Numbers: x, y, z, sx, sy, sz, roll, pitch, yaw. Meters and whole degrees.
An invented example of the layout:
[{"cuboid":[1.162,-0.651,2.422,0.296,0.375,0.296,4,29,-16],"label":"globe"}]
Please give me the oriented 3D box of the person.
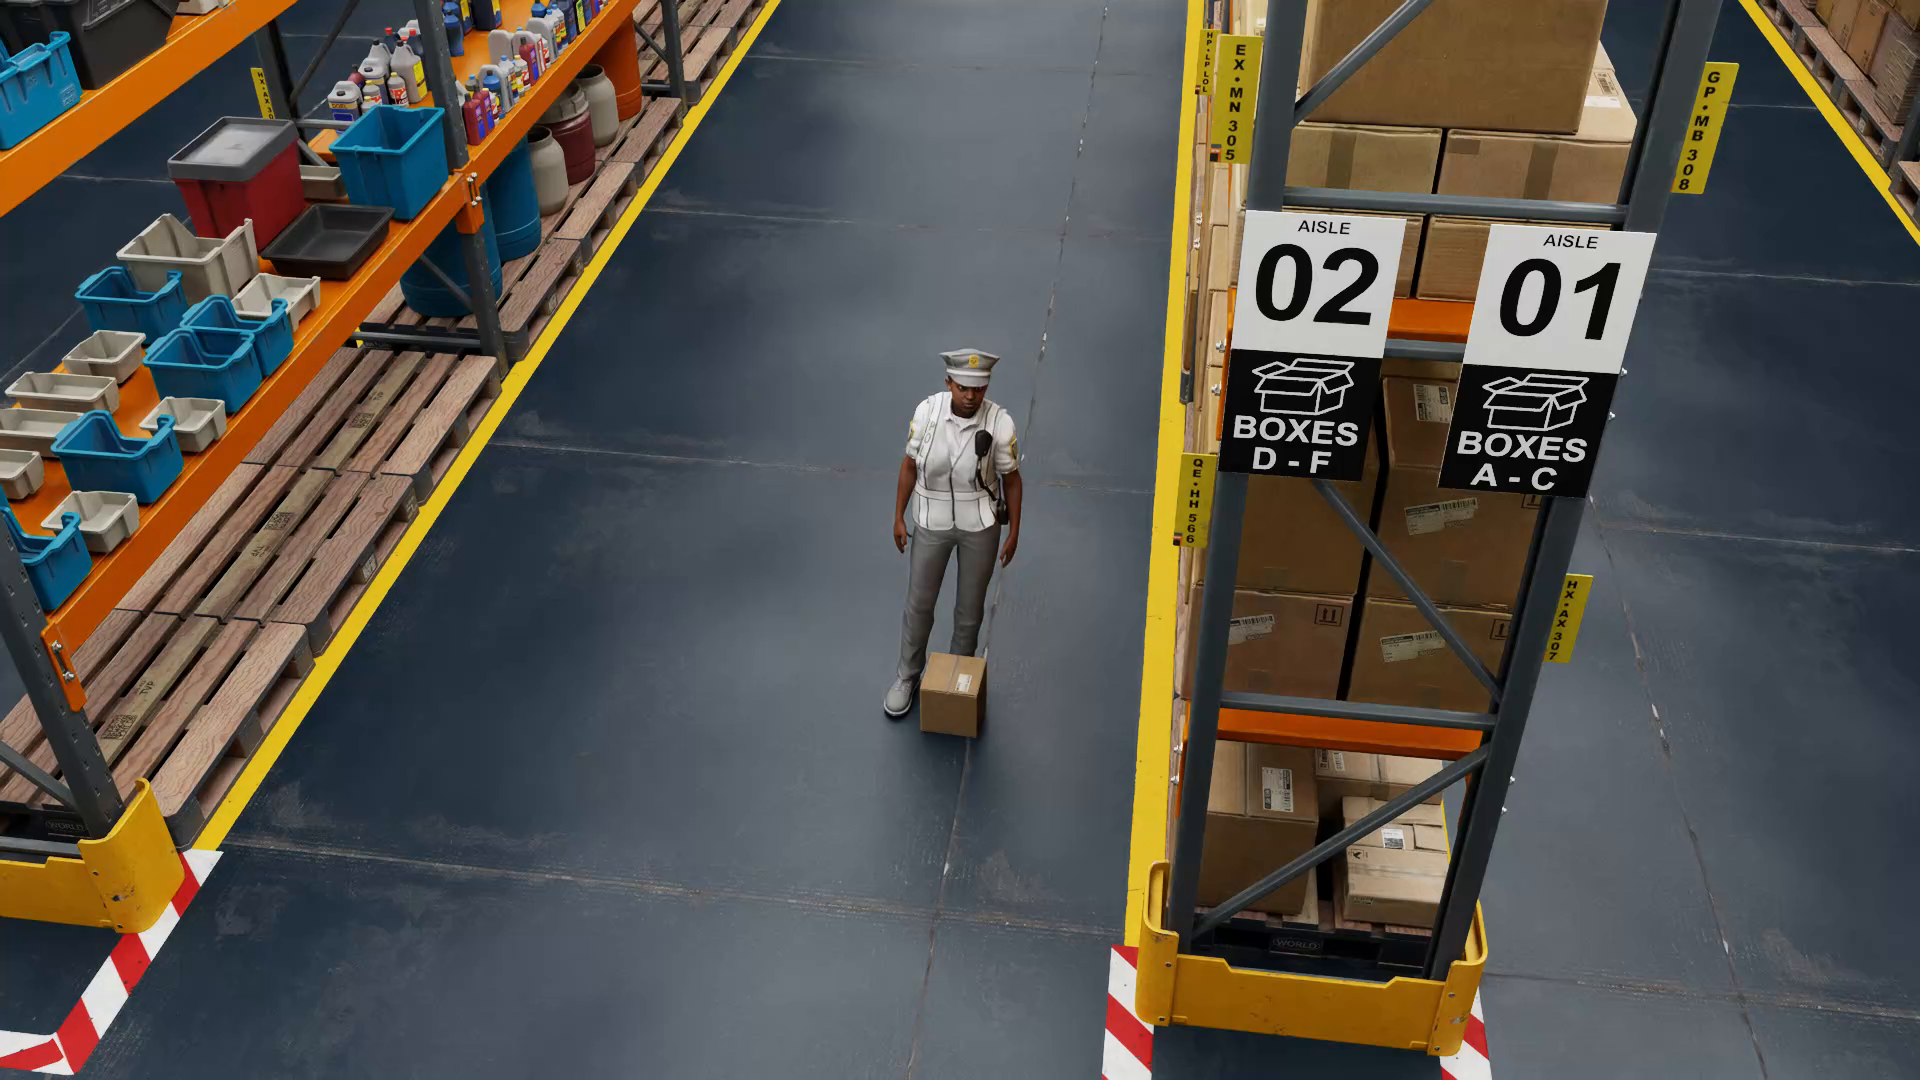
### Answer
[{"cuboid":[-0.032,-0.032,7.037,0.570,1.695,0.529,4,37,6],"label":"person"}]
